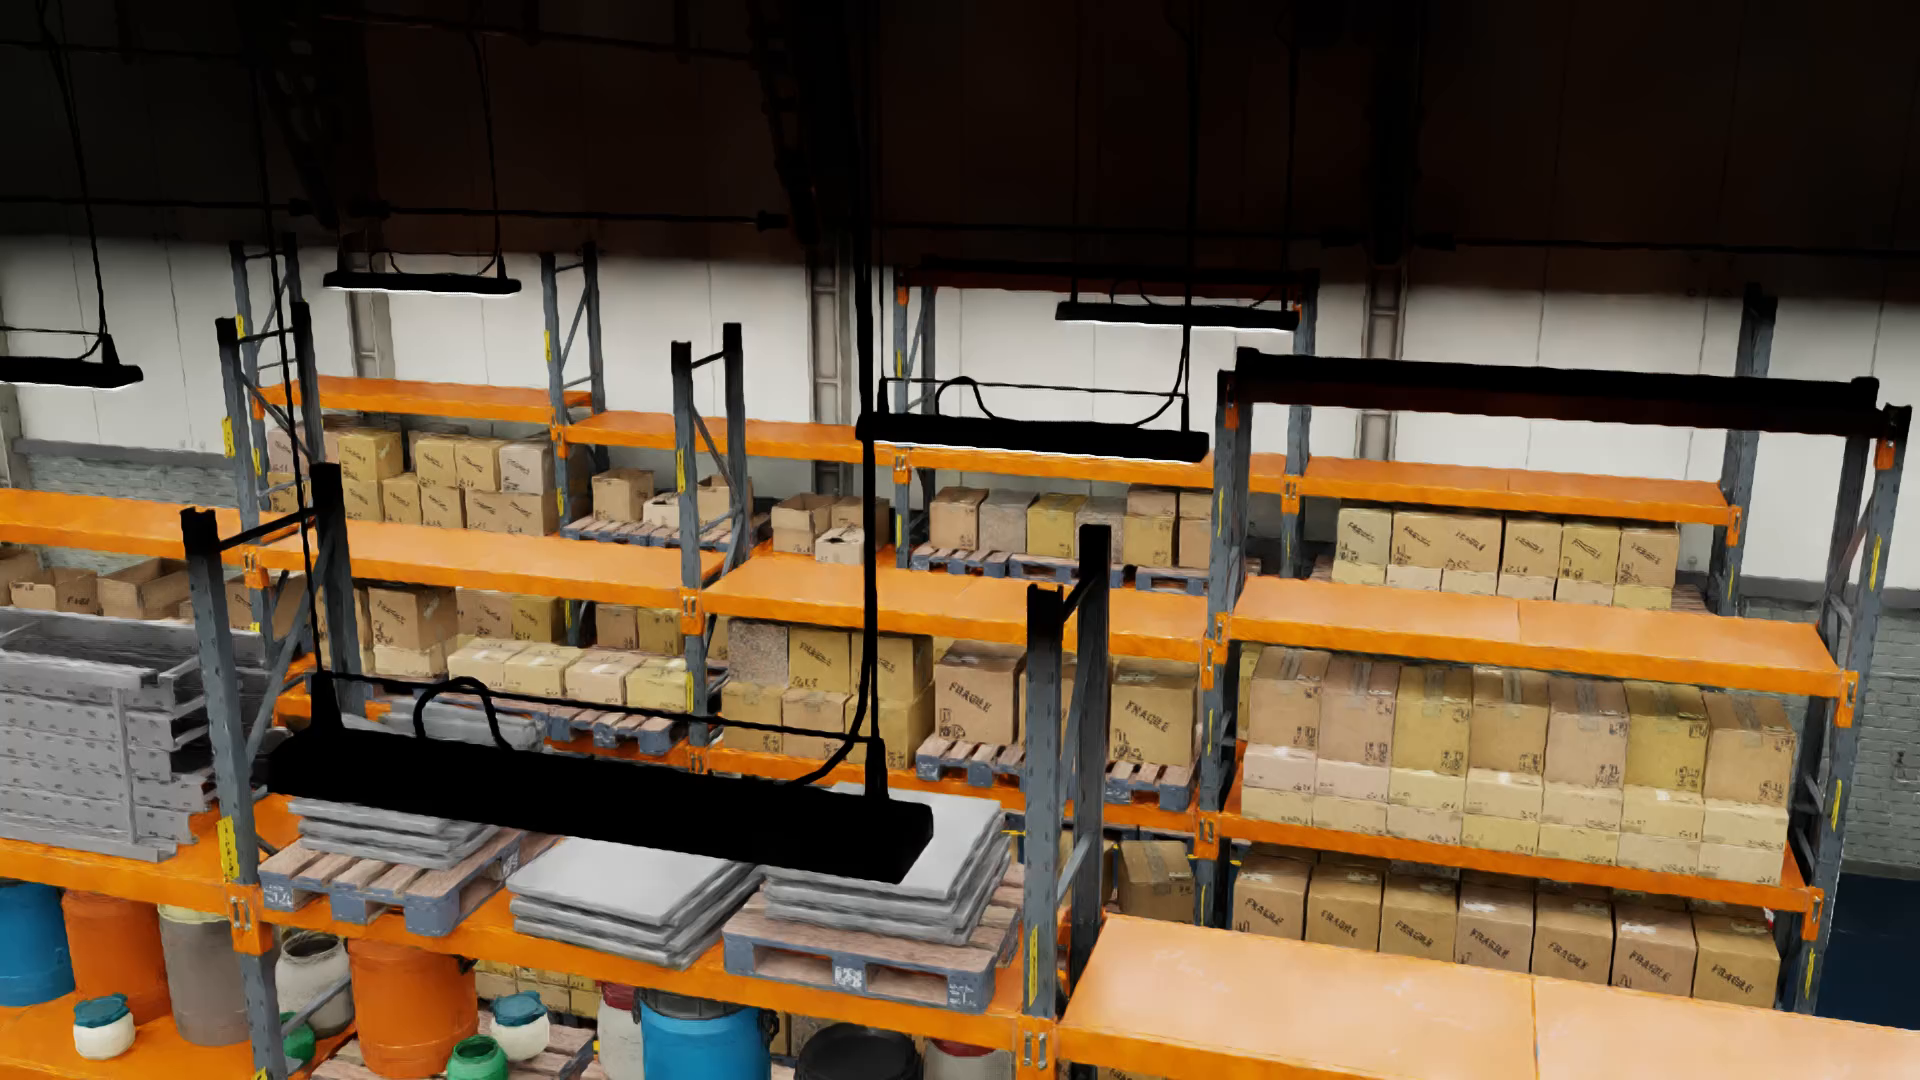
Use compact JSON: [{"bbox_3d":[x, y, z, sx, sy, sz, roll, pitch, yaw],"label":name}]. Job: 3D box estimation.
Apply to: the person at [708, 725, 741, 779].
[{"bbox_3d":[-2.448,2.466,17.212,0.500,1.654,0.435,-3,16,-9],"label":"person"}]
